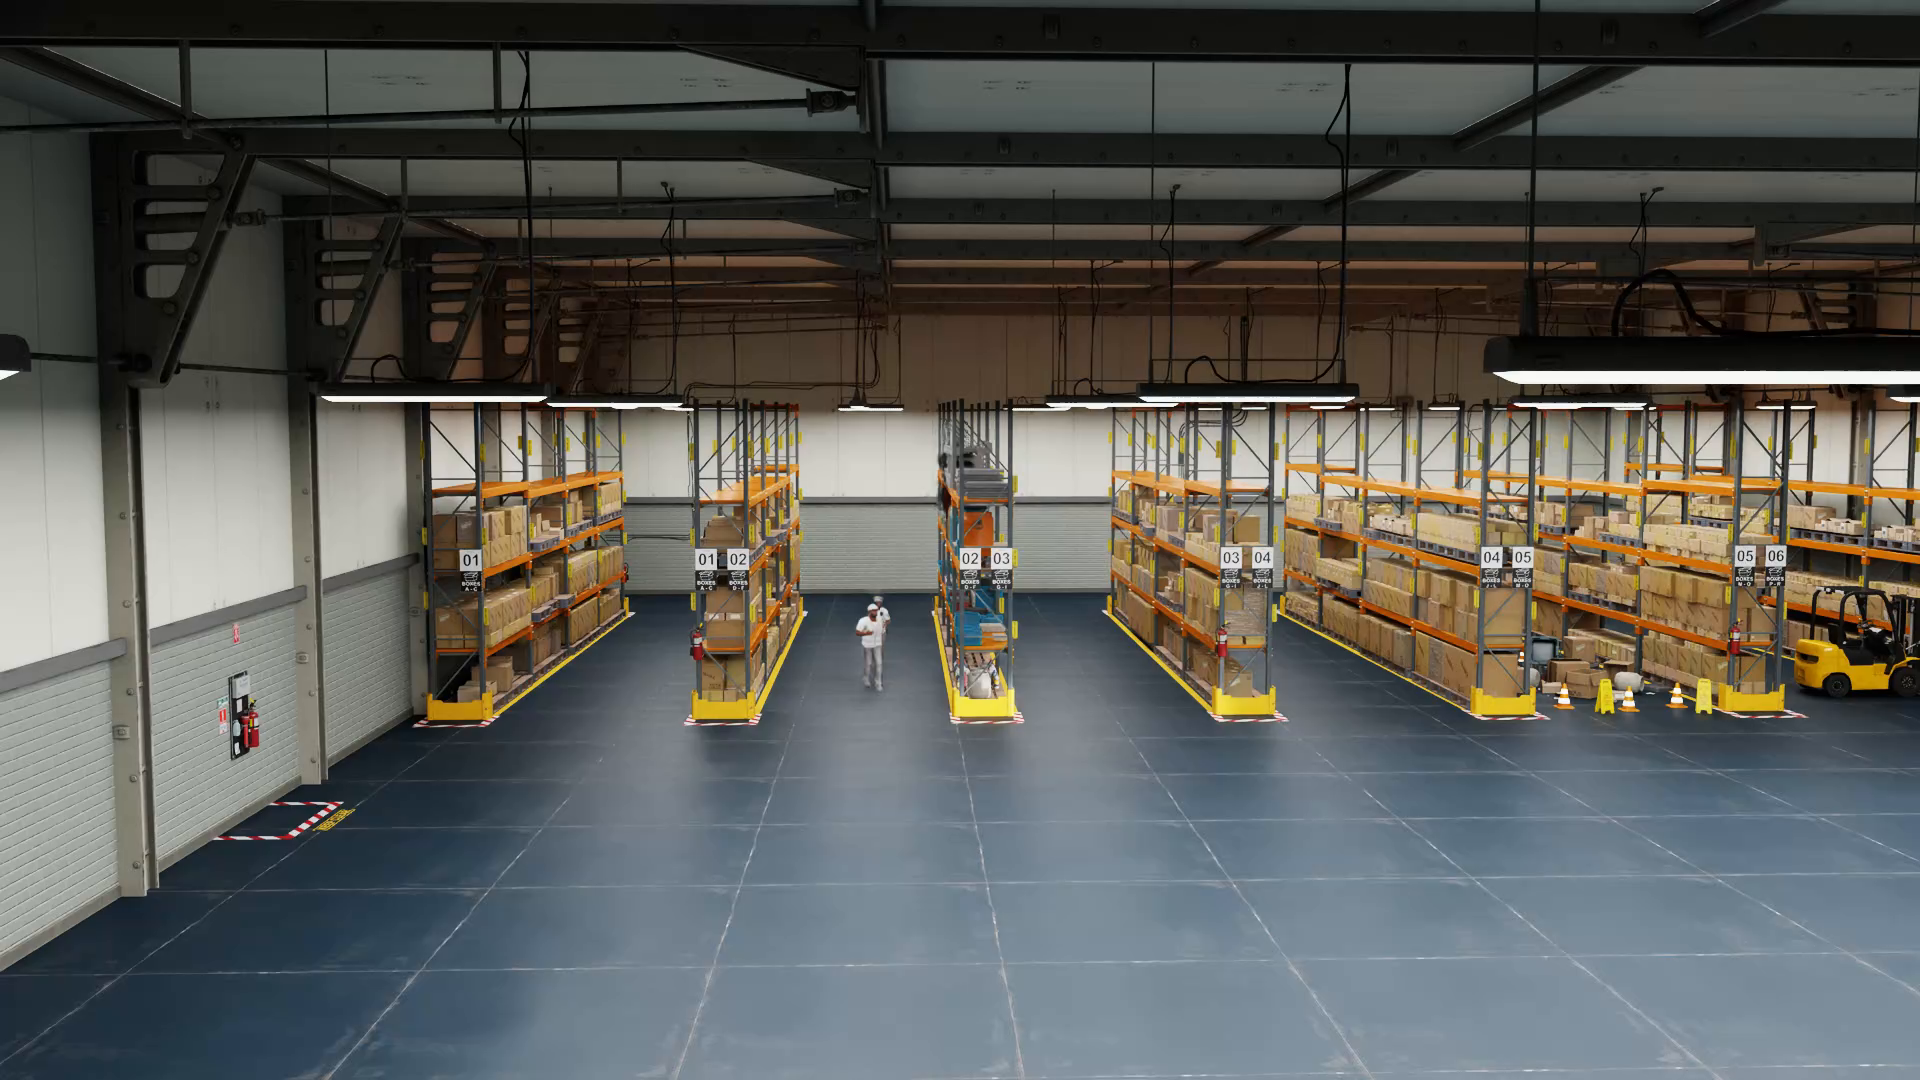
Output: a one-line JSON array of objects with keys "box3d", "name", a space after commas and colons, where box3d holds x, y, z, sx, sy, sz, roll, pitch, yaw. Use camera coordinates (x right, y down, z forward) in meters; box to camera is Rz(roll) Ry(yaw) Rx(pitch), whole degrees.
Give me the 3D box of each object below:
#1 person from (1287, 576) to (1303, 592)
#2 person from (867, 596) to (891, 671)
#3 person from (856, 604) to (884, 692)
[{"box3d": [9.868, 1.184, 48.903, 0.618, 1.689, 0.663, -1, 4, -15], "name": "person"}, {"box3d": [-1.817, 2.077, 36.983, 0.555, 1.679, 0.624, 0, 4, 0], "name": "person"}, {"box3d": [-1.863, 2.228, 34.493, 0.665, 1.826, 0.813, -2, 5, -24], "name": "person"}]
